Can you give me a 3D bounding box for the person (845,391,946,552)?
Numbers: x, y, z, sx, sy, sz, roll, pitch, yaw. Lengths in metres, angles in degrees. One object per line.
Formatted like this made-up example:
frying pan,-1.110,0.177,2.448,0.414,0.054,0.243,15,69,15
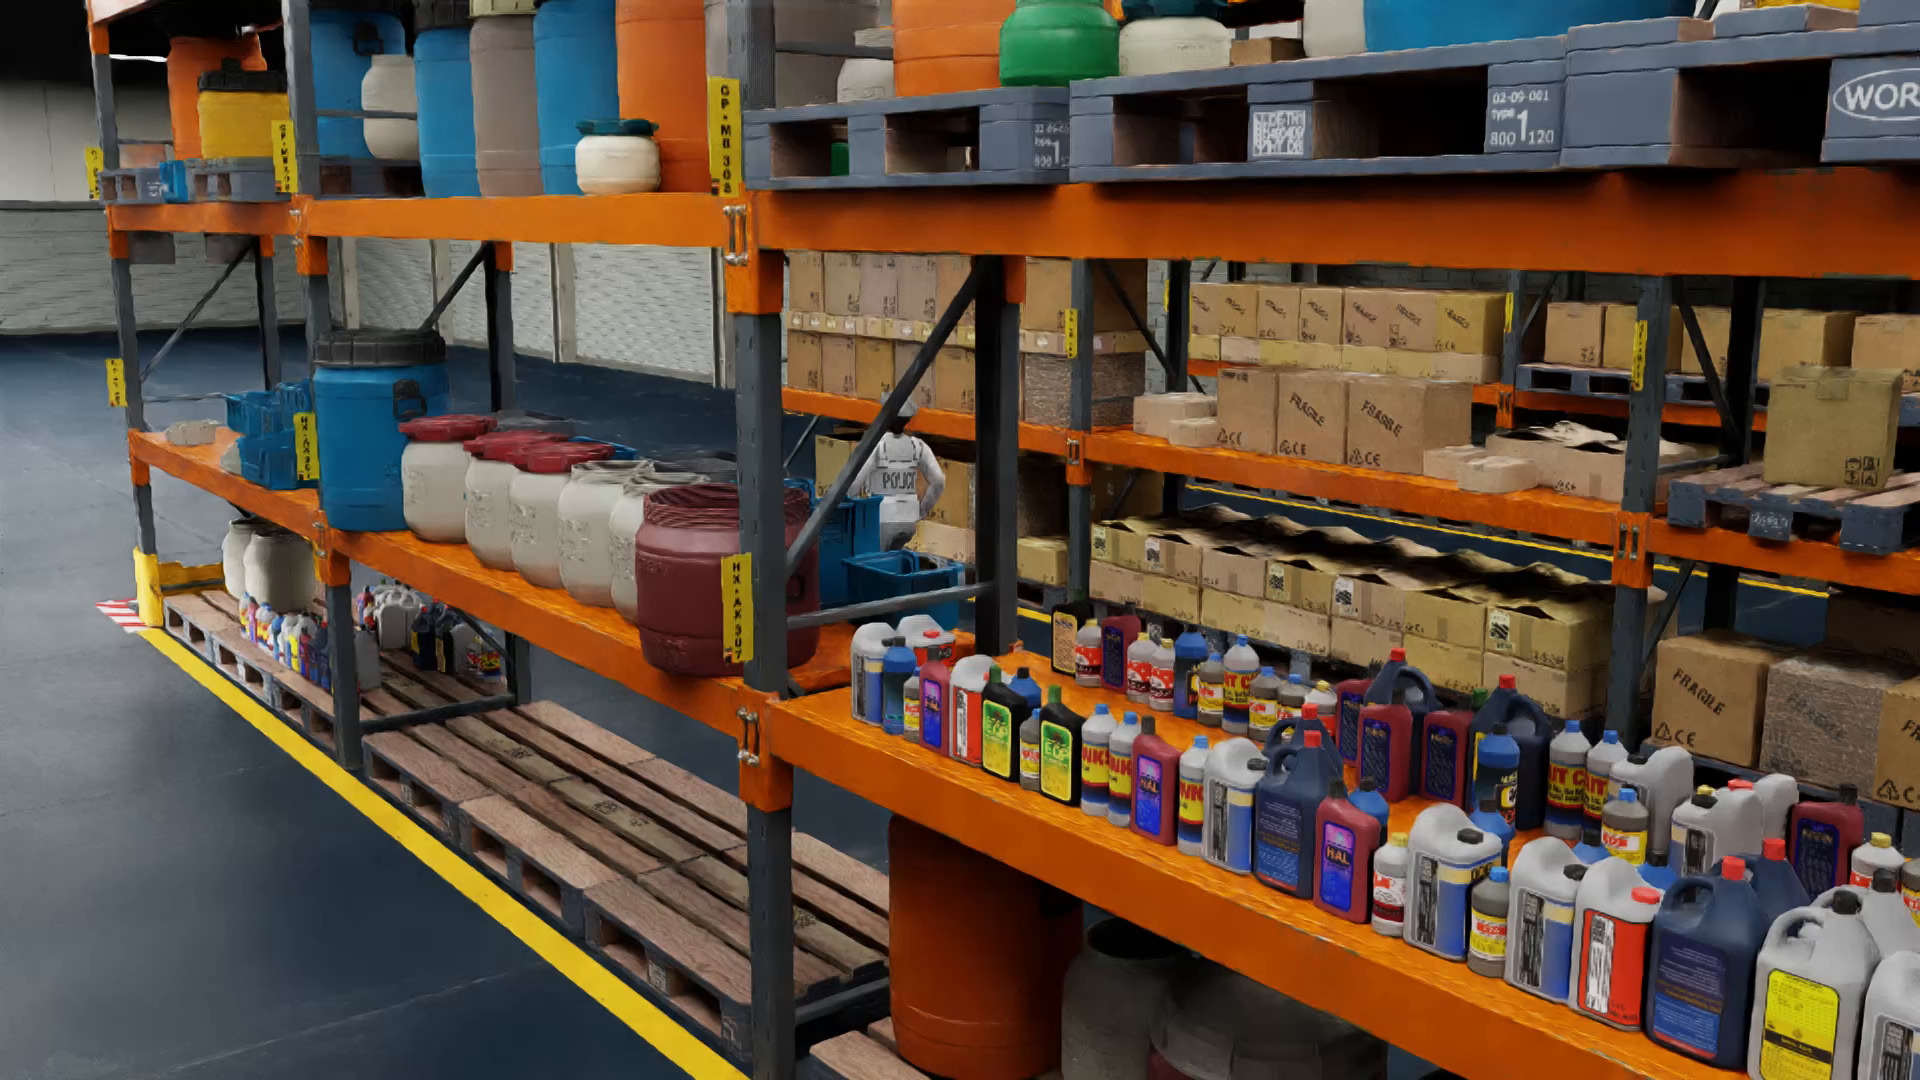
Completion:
person,-0.479,-0.123,10.594,0.672,1.661,0.502,-9,14,-40
